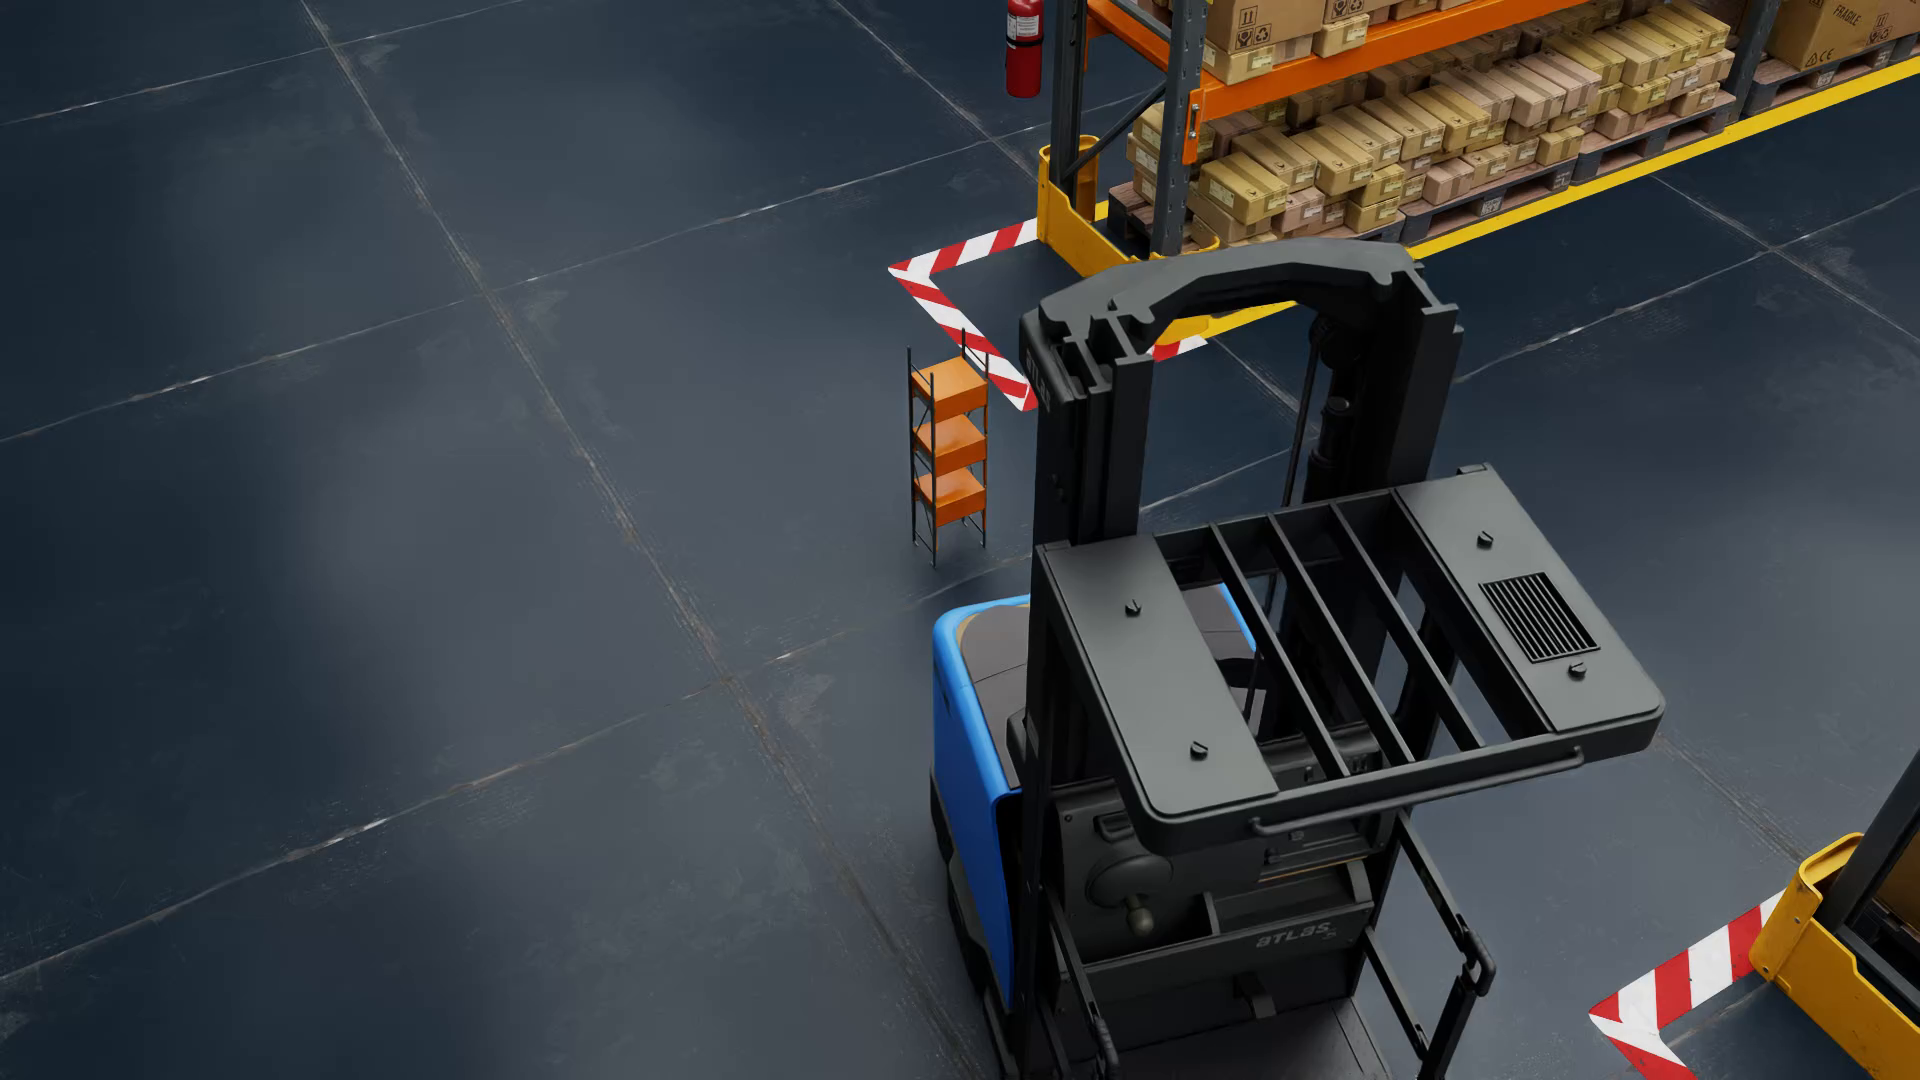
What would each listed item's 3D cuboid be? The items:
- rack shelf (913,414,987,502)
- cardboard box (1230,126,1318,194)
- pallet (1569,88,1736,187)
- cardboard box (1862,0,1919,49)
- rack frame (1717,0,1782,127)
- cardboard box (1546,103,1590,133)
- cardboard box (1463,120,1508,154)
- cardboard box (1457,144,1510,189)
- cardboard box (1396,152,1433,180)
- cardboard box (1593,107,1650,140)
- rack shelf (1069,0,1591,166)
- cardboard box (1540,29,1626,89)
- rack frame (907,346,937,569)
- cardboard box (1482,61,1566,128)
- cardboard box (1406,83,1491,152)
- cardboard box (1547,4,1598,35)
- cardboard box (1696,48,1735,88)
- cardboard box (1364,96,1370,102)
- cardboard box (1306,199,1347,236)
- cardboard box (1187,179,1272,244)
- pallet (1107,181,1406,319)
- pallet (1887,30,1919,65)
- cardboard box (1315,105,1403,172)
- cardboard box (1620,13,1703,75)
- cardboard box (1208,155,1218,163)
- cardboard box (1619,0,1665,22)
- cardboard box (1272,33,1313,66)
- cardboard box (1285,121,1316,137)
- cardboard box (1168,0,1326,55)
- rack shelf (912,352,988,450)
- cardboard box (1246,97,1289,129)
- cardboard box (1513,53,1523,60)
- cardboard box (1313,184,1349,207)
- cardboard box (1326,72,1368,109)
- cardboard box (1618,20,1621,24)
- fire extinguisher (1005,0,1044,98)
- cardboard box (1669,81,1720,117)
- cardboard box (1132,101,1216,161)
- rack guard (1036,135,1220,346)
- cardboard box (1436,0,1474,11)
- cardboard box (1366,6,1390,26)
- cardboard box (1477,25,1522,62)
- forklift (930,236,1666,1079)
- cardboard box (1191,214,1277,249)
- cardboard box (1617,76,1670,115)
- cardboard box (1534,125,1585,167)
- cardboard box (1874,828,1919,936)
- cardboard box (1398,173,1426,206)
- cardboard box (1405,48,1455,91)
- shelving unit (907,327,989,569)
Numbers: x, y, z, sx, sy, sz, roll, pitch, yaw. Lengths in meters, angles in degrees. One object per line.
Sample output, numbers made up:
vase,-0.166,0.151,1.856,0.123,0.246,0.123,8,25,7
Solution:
rack shelf,-0.046,-0.351,6.802,0.240,0.259,0.215,-22,48,-21
cardboard box,1.559,-1.885,8.286,0.250,0.149,0.380,-21,48,-20
pallet,3.660,-2.531,9.636,1.213,0.211,1.003,-22,48,-21
cardboard box,5.456,-3.321,9.941,0.500,0.500,0.500,-20,48,-19
rack frame,4.225,-3.786,8.927,0.127,3.000,1.000,-22,48,-21
cardboard box,3.181,-2.386,9.016,0.250,0.149,0.380,-21,48,-20
cardboard box,2.685,-2.239,8.864,0.250,0.149,0.380,-20,47,-19
cardboard box,2.705,-2.059,8.893,0.250,0.149,0.380,-22,48,-21
cardboard box,2.232,-2.032,8.651,0.250,0.149,0.380,-24,49,-23
cardboard box,3.591,-2.402,9.246,0.250,0.149,0.380,-23,49,-22
rack shelf,2.491,-2.834,8.463,4.000,0.370,1.077,-22,48,-21
cardboard box,3.368,-2.601,9.024,0.250,0.149,0.380,-20,48,-20
rack frame,-0.152,-0.316,6.751,0.008,1.050,0.200,-22,48,-21
cardboard box,2.952,-2.350,8.765,0.250,0.149,0.380,-23,49,-22
cardboard box,2.511,-2.185,8.595,0.250,0.149,0.380,-21,48,-20
cardboard box,3.360,-2.956,9.389,0.250,0.149,0.380,-22,48,-21
cardboard box,4.110,-2.719,9.360,0.250,0.149,0.380,-21,48,-20
cardboard box,2.196,-2.435,9.066,0.250,0.149,0.380,-20,47,-19
cardboard box,1.768,-1.745,8.569,0.250,0.149,0.380,-21,48,-21
cardboard box,1.339,-1.660,8.268,0.250,0.149,0.380,-20,48,-19
pallet,1.544,-1.685,8.764,1.213,0.211,1.003,-22,48,-21
pallet,5.958,-3.483,10.616,1.213,0.211,1.003,-22,48,-21
cardboard box,2.015,-2.031,8.436,0.250,0.149,0.380,-24,49,-23
cardboard box,3.844,-2.734,9.161,0.250,0.149,0.380,-21,48,-20
cardboard box,1.325,-2.046,8.666,0.250,0.149,0.380,-23,49,-22
cardboard box,3.823,-3.133,9.572,0.250,0.149,0.380,-20,48,-19
cardboard box,1.401,-2.336,7.613,0.250,0.149,0.380,-20,48,-20
cardboard box,1.806,-2.201,8.825,0.250,0.149,0.380,-22,48,-21
cardboard box,1.283,-2.530,7.347,0.500,0.500,0.500,-20,47,-19
rack shelf,-0.046,-0.554,6.604,0.240,0.259,0.215,-22,48,-21
cardboard box,1.497,-2.295,8.709,0.250,0.149,0.380,-23,49,-22
cardboard box,3.148,-2.748,9.389,0.250,0.149,0.380,-24,49,-23
cardboard box,1.772,-1.859,8.473,0.250,0.149,0.380,-21,48,-20
cardboard box,1.958,-2.474,8.893,0.250,0.149,0.380,-20,48,-20
cardboard box,3.751,-3.088,9.740,0.250,0.149,0.380,-20,47,-19
fire extinguisher,0.308,-2.428,7.851,0.183,0.674,0.296,-22,48,-21
cardboard box,4.055,-2.572,9.421,0.250,0.149,0.380,-21,48,-20
cardboard box,1.089,-2.076,8.483,0.250,0.149,0.380,-21,48,-20
rack guard,0.822,-1.528,8.395,0.348,0.500,1.175,-22,48,-21
cardboard box,2.293,-2.718,8.006,0.250,0.149,0.380,-23,49,-22
cardboard box,1.817,-2.570,7.854,0.250,0.149,0.380,-20,47,-19
cardboard box,2.884,-2.812,9.242,0.250,0.149,0.380,-21,48,-20
forklift,0.762,0.859,4.189,1.130,2.935,3.031,-10,45,-10
cardboard box,1.370,-1.515,8.332,0.250,0.149,0.380,-21,48,-20
cardboard box,3.658,-2.514,9.148,0.250,0.149,0.380,-23,49,-22
cardboard box,3.157,-2.213,9.051,0.250,0.149,0.380,-22,48,-21
cardboard box,3.655,0.973,5.247,0.875,0.875,0.875,-22,48,-21
cardboard box,2.218,-1.914,8.743,0.250,0.149,0.380,-22,48,-21
cardboard box,2.455,-2.606,9.029,0.250,0.149,0.380,-22,48,-21
shelving unit,-0.046,-0.358,6.795,0.252,1.050,0.215,-22,48,-21
